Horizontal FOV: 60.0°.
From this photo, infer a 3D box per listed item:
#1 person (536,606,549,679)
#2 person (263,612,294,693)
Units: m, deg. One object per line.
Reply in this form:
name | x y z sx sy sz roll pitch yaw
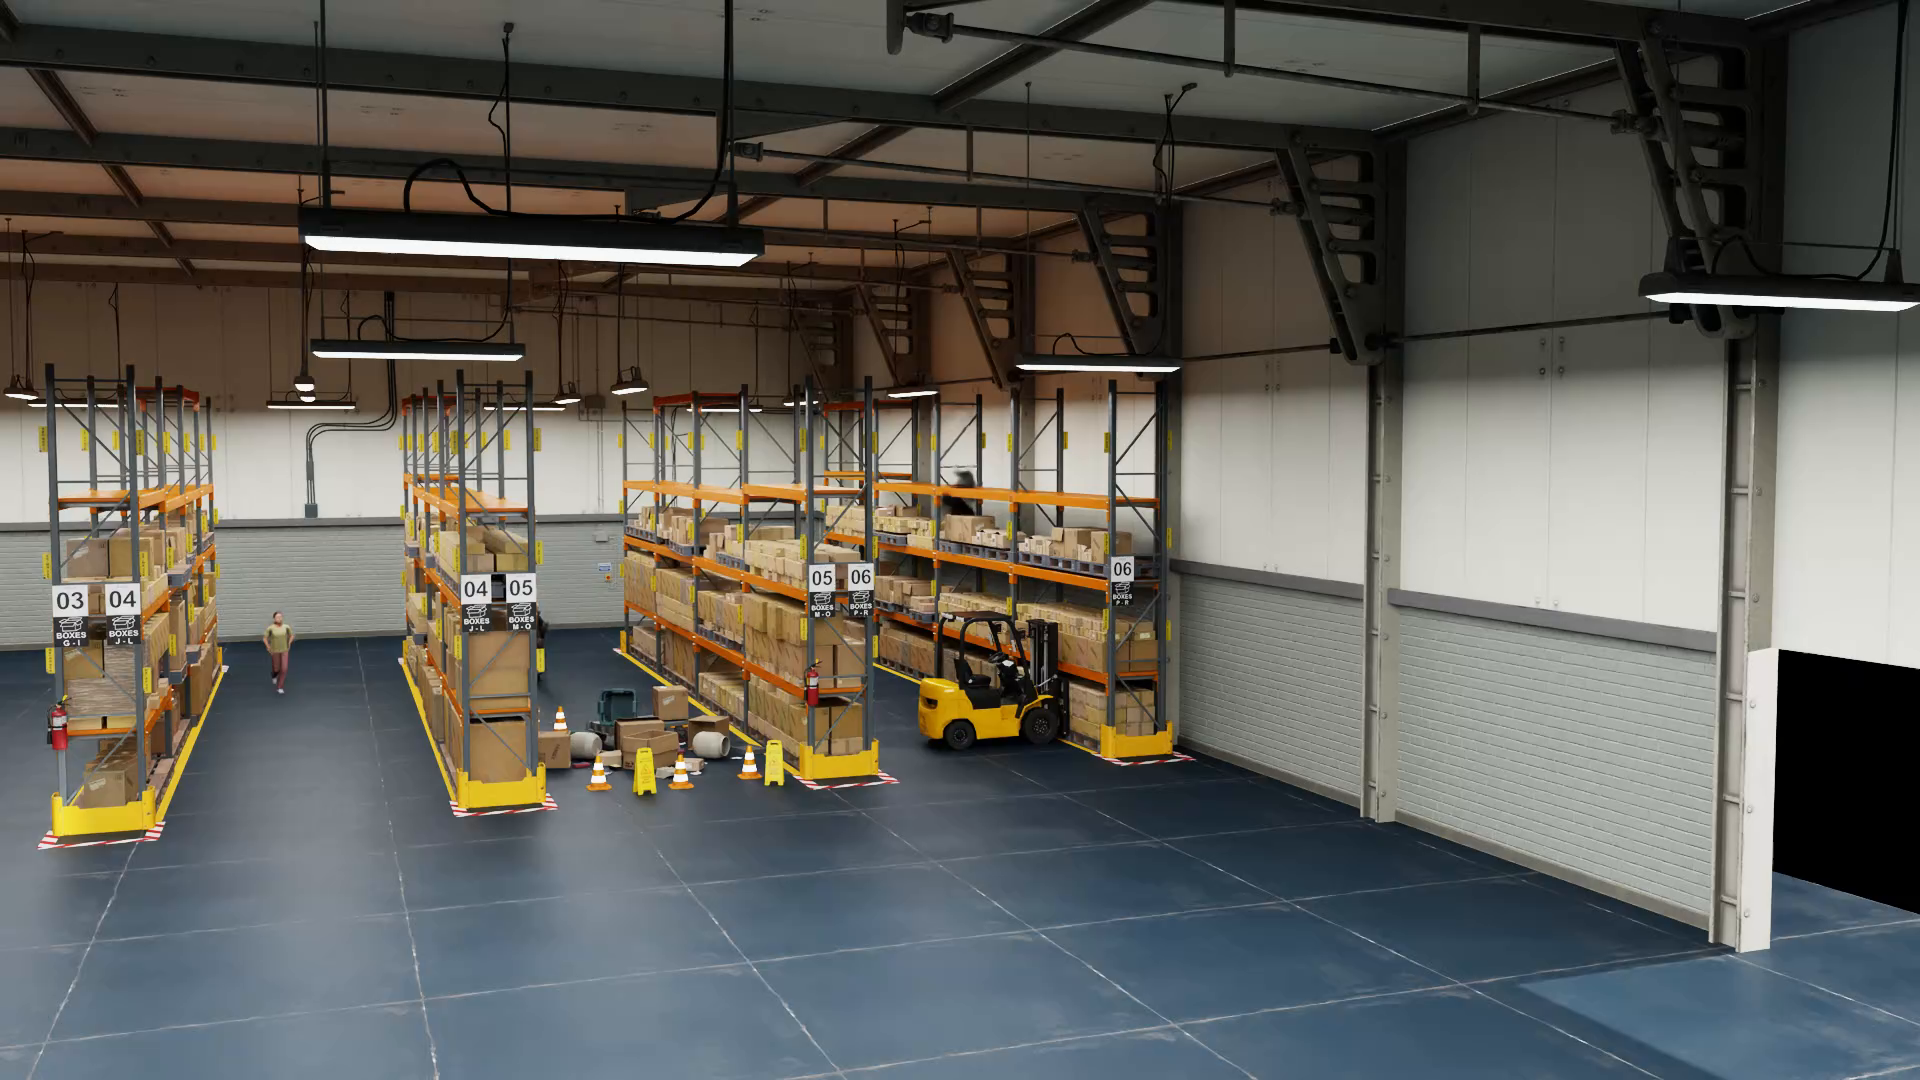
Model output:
person | -8.917 2.124 34.709 0.623 1.753 1.081 -1 4 -21
person | -13.665 2.245 33.382 0.582 1.628 0.623 -2 4 -31
